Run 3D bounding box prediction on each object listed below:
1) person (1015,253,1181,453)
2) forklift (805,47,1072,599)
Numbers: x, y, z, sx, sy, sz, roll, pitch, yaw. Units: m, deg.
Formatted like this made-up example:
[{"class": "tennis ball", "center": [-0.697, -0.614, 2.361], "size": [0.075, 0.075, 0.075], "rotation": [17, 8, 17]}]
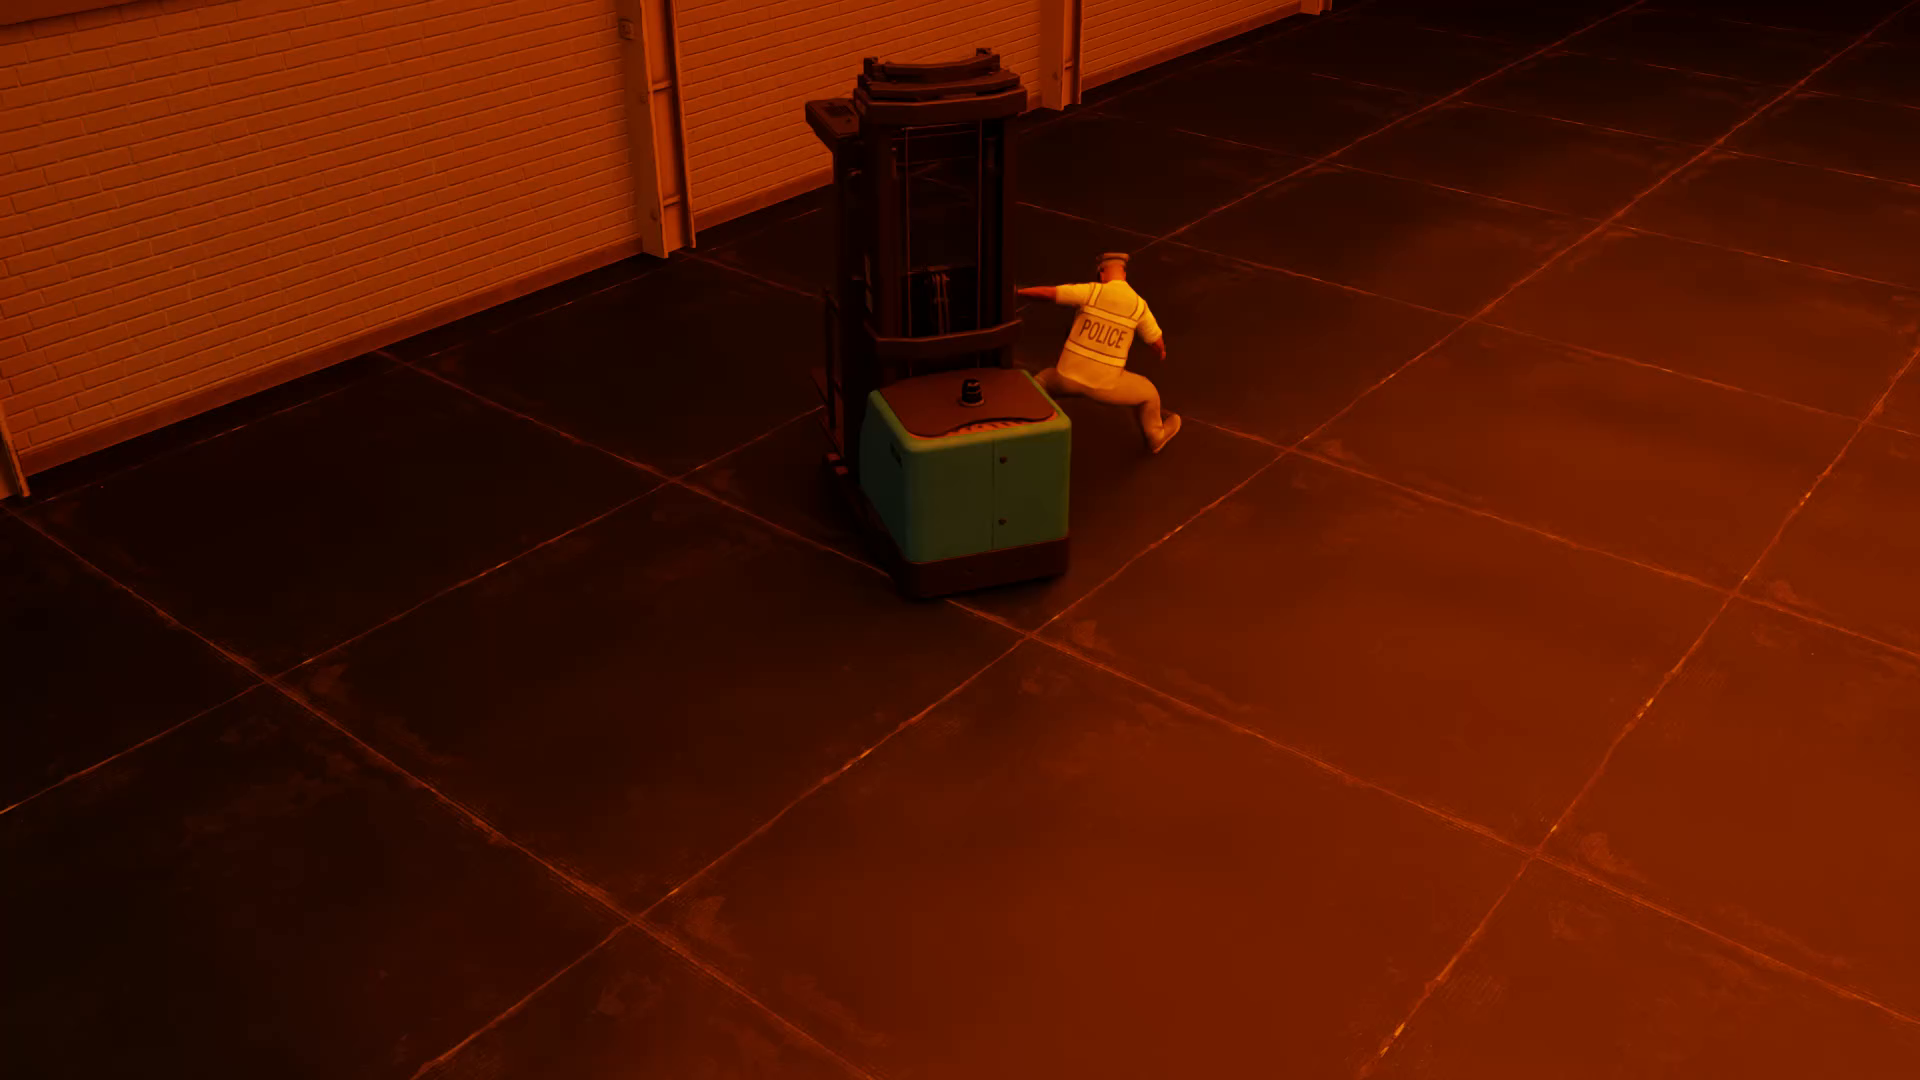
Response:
[{"class": "person", "center": [0.831, -1.215, 11.167], "size": [1.317, 1.461, 0.799], "rotation": [7, 31, 11]}, {"class": "forklift", "center": [-0.293, -1.652, 10.423], "size": [1.130, 2.935, 3.031], "rotation": [-10, 32, -16]}]
